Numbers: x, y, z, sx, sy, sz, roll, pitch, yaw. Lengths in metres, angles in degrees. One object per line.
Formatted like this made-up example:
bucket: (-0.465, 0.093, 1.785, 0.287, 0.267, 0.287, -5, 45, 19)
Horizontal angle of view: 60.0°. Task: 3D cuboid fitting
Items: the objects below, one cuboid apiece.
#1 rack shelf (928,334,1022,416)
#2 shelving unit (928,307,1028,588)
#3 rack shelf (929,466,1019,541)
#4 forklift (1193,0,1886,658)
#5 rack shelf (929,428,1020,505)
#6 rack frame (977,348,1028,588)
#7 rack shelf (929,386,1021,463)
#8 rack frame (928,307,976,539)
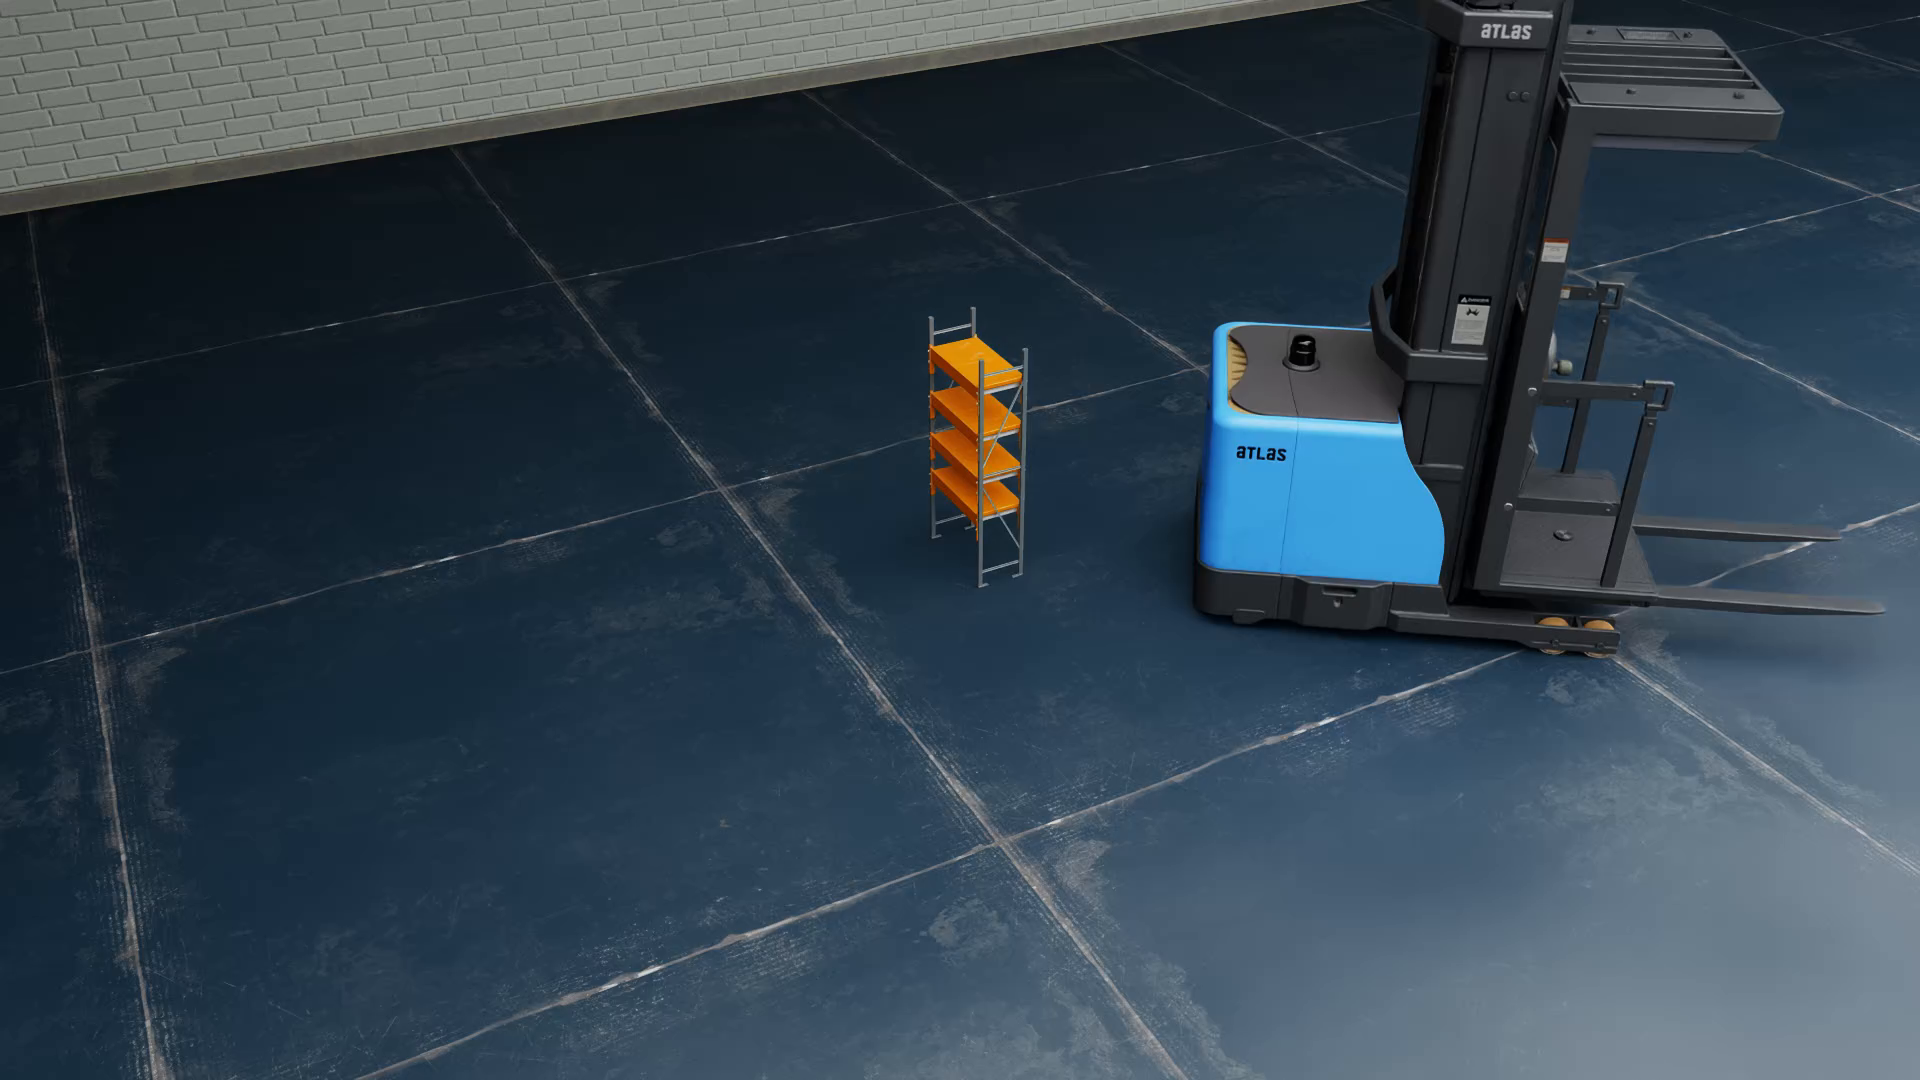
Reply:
rack shelf: (0.077, -0.757, 7.591, 0.258, 0.148, 0.480, -16, 36, -23)
shelving unit: (0.077, -0.426, 7.803, 0.258, 1.200, 0.503, -16, 36, -23)
rack shelf: (0.077, -0.202, 7.946, 0.258, 0.148, 0.480, -16, 36, -23)
forklift: (2.633, -1.014, 7.116, 3.031, 2.935, 1.130, 4, 33, 6)
rack shelf: (0.077, -0.370, 7.839, 0.258, 0.148, 0.480, -16, 36, -23)
rack frame: (0.191, -0.310, 7.621, 0.240, 1.200, 0.015, -16, 36, -23)
rack shelf: (0.077, -0.558, 7.719, 0.258, 0.148, 0.480, -16, 36, -23)
rack frame: (-0.037, -0.543, 7.985, 0.240, 1.200, 0.015, -16, 36, -23)
